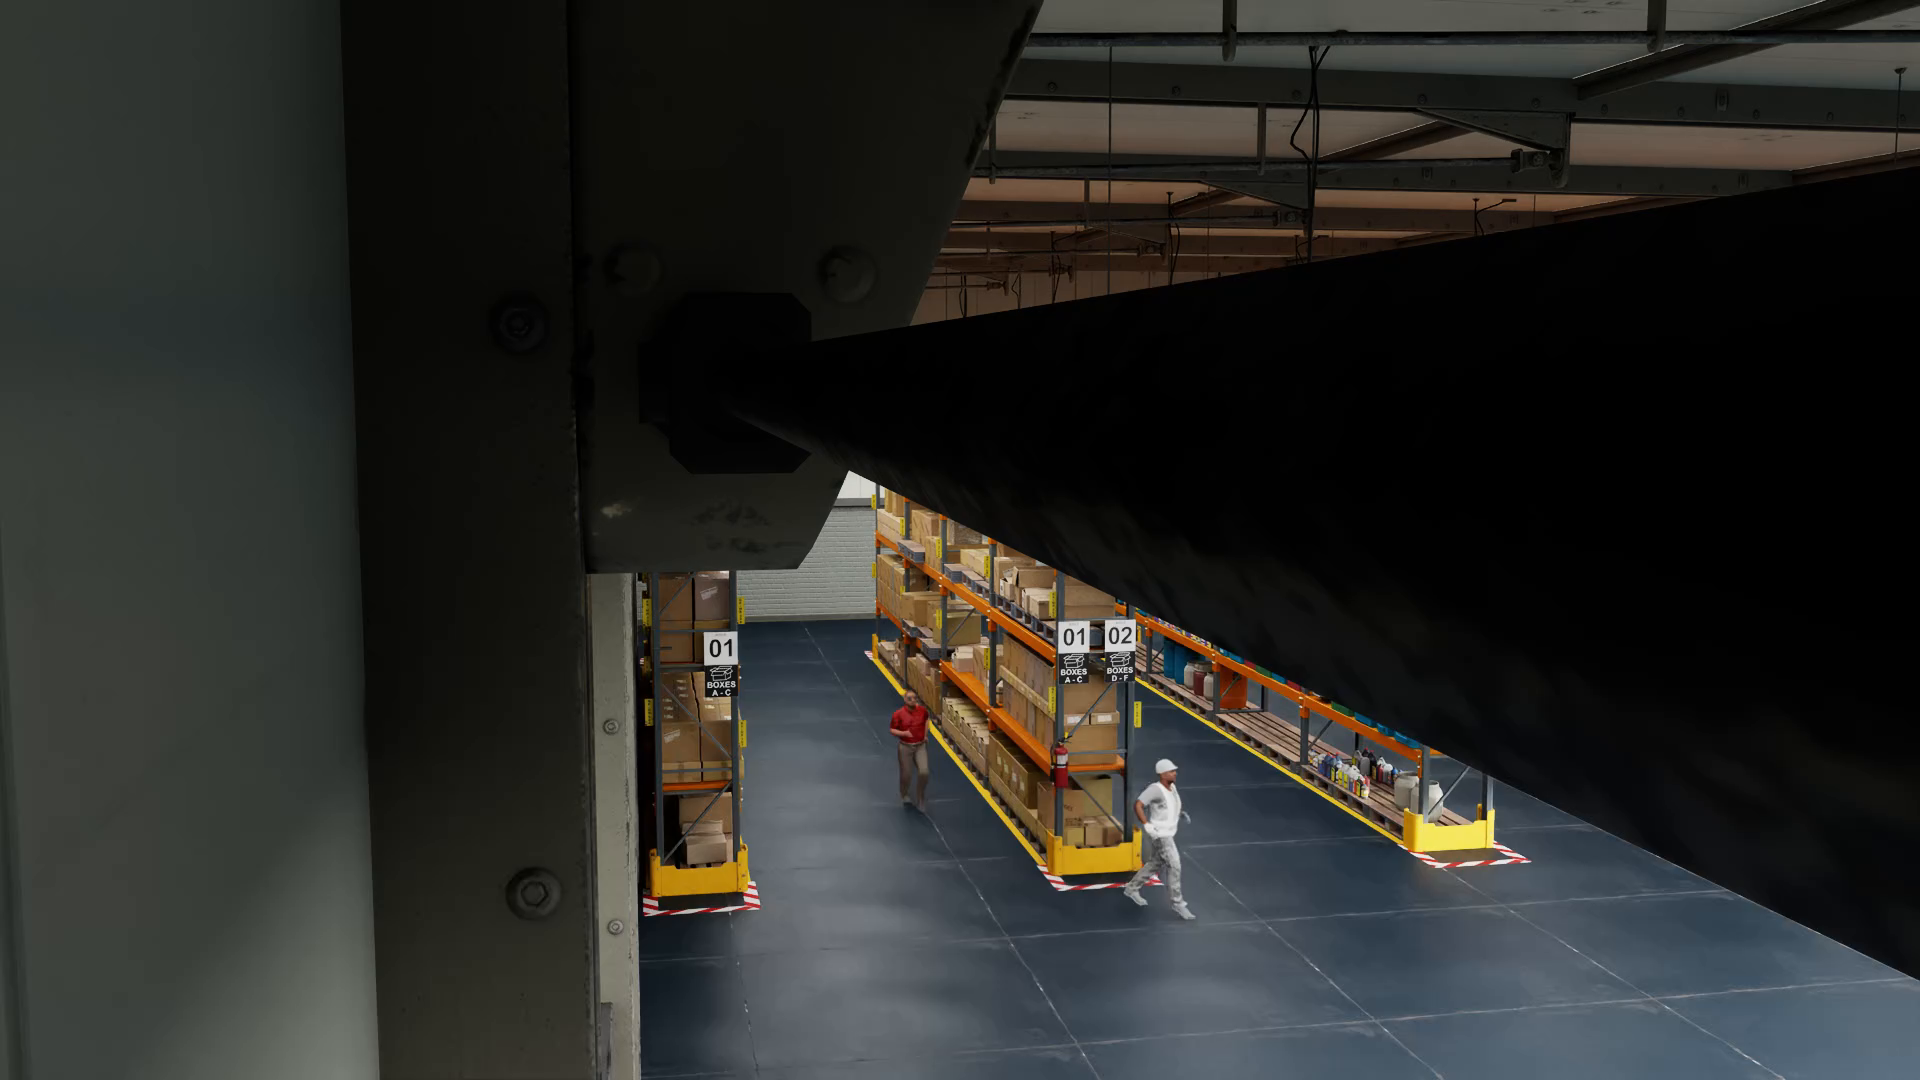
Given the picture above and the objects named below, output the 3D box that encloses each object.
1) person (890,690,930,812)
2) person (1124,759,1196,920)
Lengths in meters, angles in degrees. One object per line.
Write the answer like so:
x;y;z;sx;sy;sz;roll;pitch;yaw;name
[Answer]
-0.694;3.043;23.896;0.638;1.786;0.767;-2;6;-15;person
2.353;3.456;19.407;0.888;1.823;0.695;2;6;19;person
